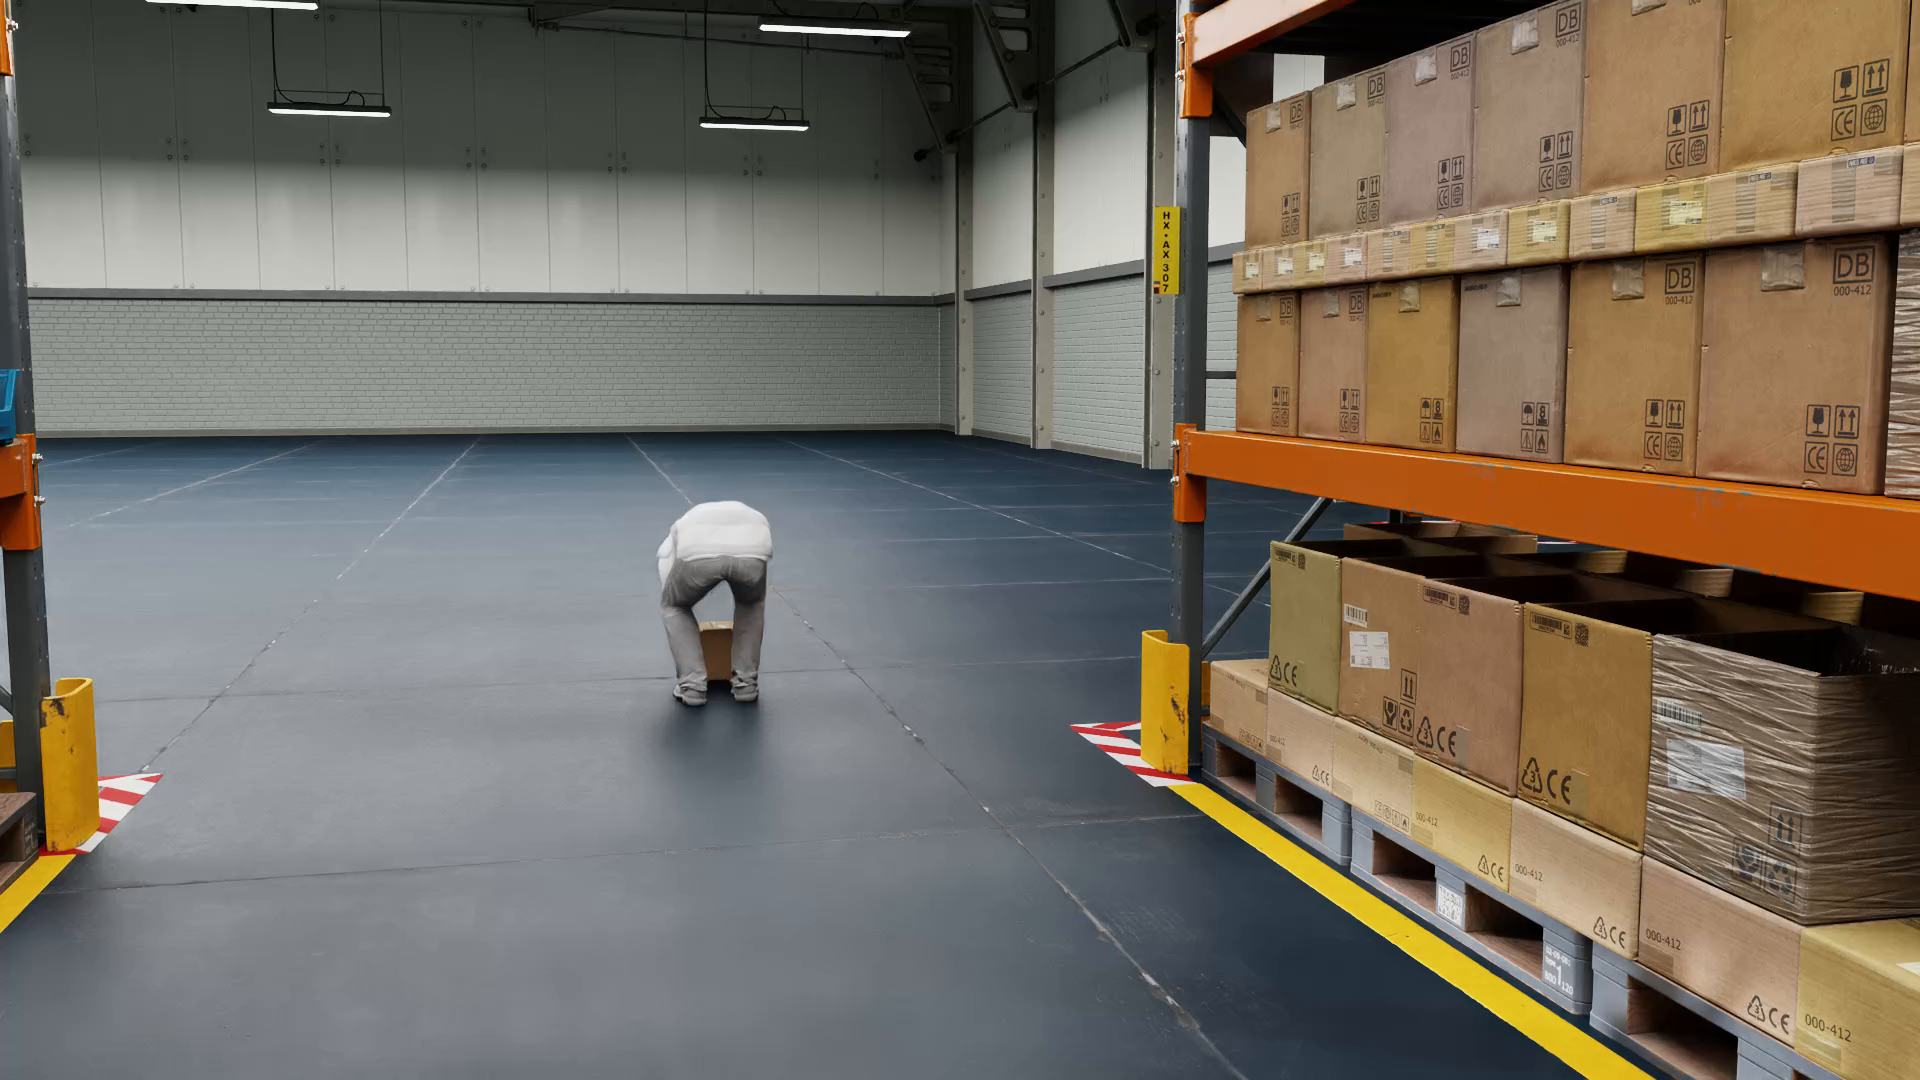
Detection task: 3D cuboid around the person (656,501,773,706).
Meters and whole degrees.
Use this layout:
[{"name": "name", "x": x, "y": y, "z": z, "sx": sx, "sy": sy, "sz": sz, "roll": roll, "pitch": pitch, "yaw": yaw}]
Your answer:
[{"name": "person", "x": -1.163, "y": 0.263, "z": 7.837, "sx": 0.500, "sy": 0.925, "sz": 0.975, "roll": -2, "pitch": 6, "yaw": -16}]
